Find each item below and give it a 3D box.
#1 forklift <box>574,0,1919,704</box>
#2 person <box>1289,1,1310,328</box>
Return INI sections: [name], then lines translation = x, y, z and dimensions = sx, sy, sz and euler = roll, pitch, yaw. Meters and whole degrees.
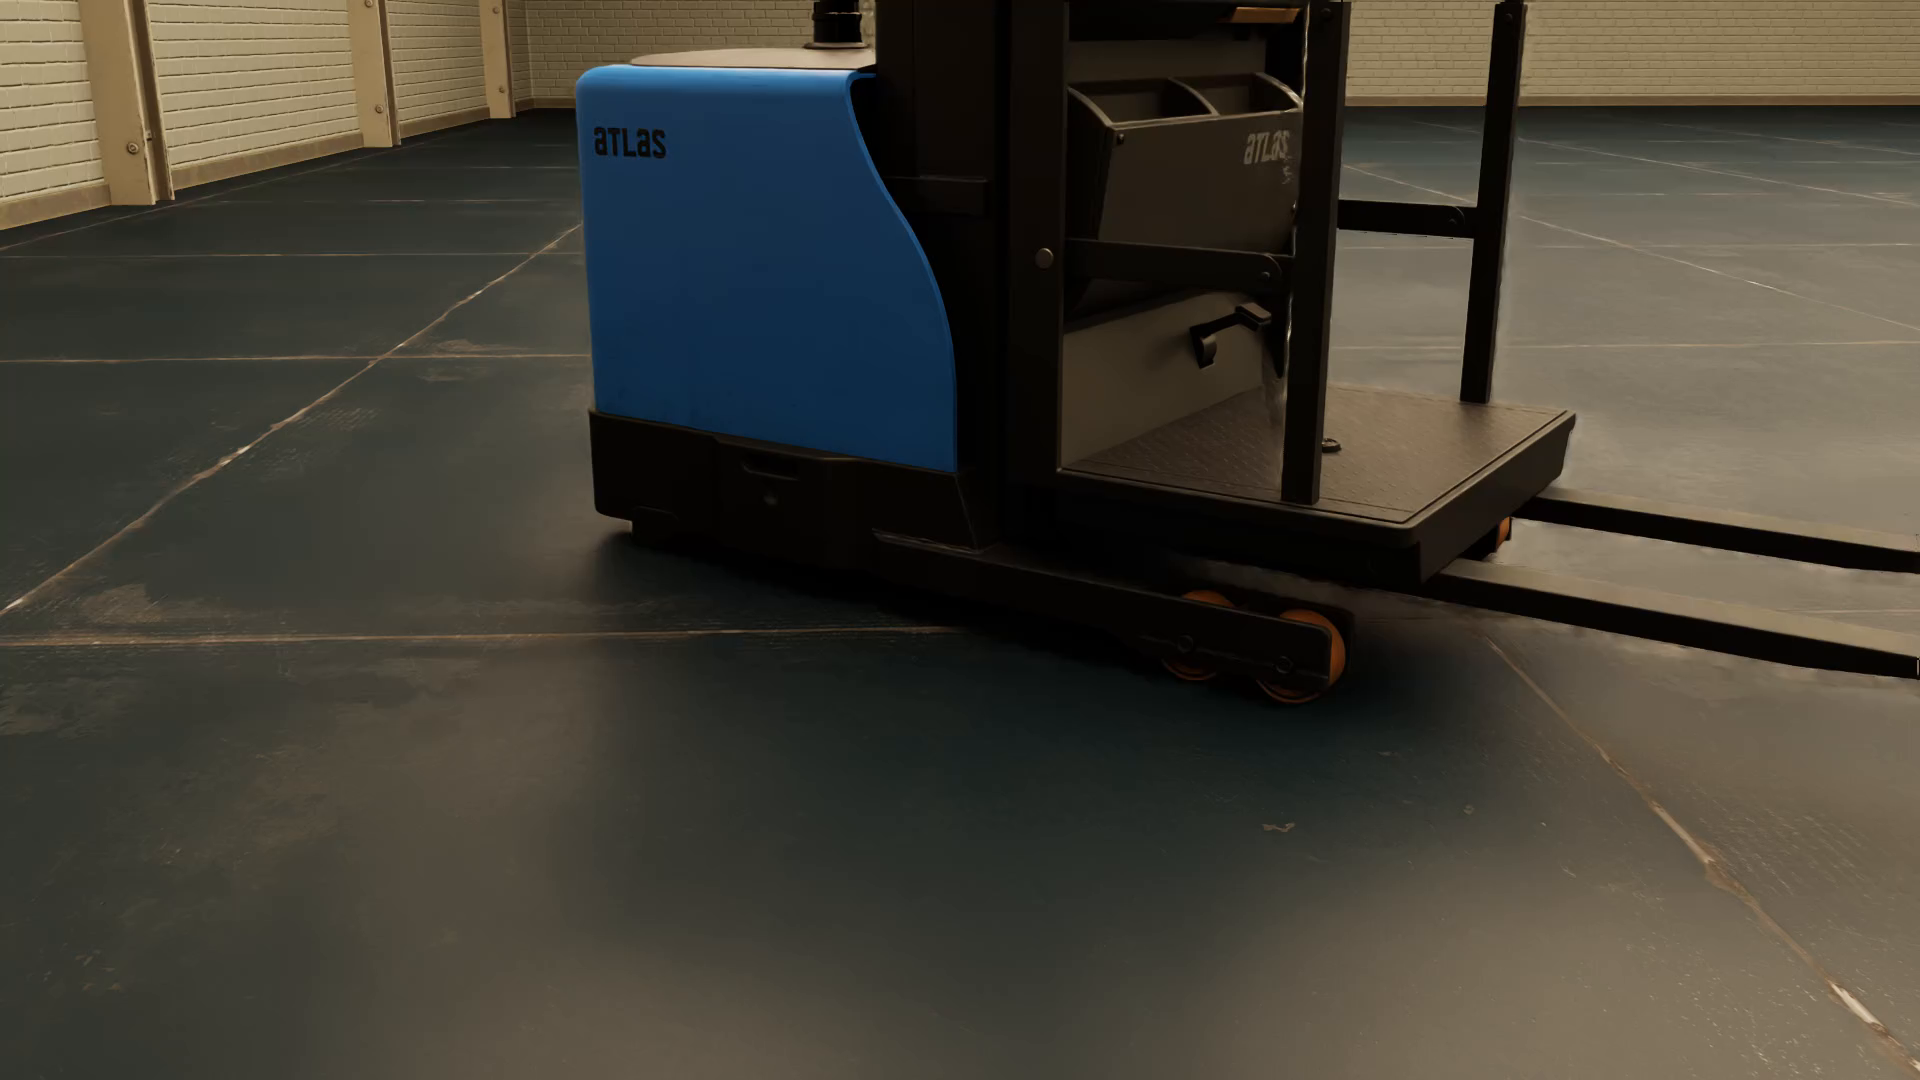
[forklift]
translation = 0.647, -1.287, 3.113
dimensions = 3.031, 2.935, 1.130
euler = 11, 20, 32
[person]
translation = 0.984, -1.484, 5.952
dimensions = 0.619, 1.694, 0.973
euler = -2, 17, -6
